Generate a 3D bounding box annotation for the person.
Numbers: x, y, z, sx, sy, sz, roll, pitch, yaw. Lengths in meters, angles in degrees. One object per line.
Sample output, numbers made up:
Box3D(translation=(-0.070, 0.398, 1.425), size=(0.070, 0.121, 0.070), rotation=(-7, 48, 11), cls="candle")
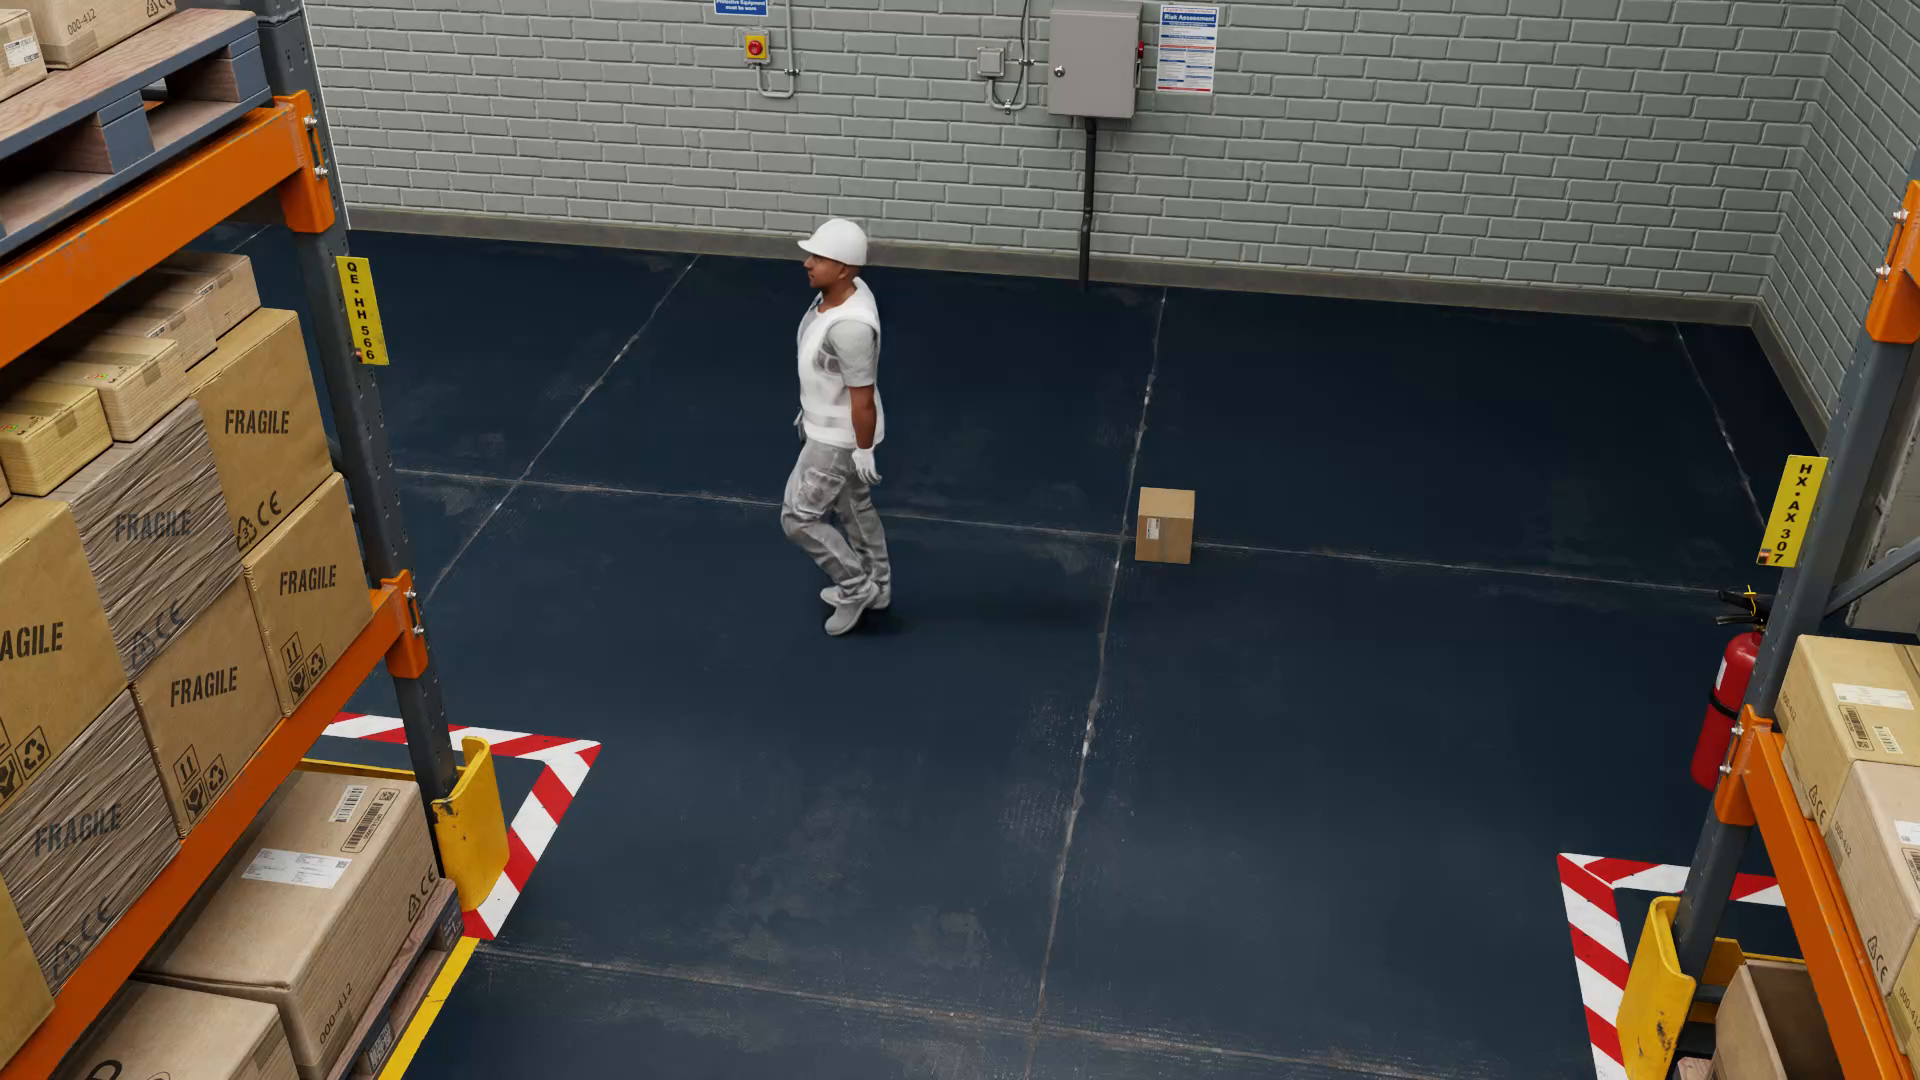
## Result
Box3D(translation=(-0.524, -0.443, 6.803), size=(0.455, 1.812, 0.544), rotation=(-3, 32, -4), cls="person")
